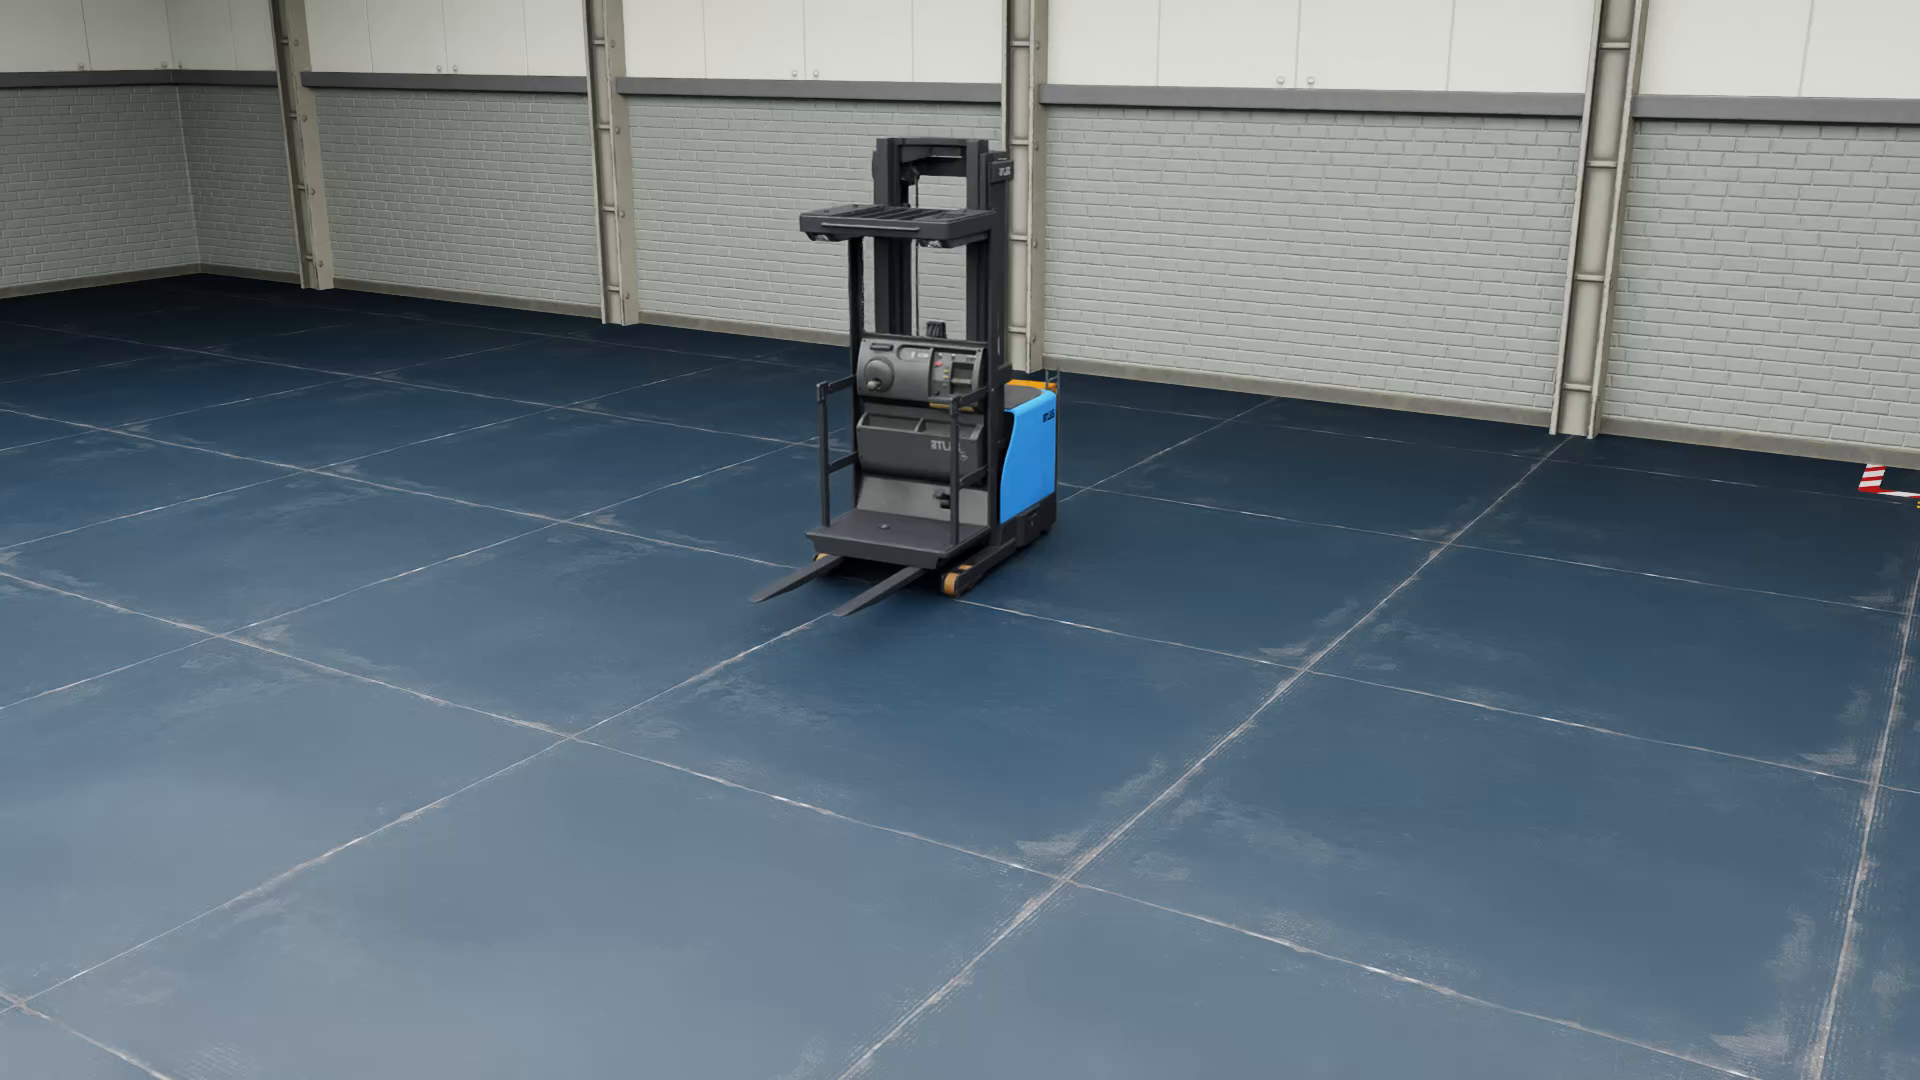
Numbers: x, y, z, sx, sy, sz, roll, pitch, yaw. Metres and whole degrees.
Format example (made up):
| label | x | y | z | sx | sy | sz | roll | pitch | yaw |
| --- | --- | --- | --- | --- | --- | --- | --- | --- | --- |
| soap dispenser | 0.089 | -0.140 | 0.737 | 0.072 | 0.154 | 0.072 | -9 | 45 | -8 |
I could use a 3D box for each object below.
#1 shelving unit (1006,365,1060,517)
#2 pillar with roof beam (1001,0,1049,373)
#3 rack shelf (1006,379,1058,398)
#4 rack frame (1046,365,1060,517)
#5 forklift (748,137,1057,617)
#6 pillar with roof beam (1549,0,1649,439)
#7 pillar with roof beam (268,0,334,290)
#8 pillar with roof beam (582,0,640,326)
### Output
| label | x | y | z | sx | sy | sz | roll | pitch | yaw |
| --- | --- | --- | --- | --- | --- | --- | --- | --- | --- |
| shelving unit | 0.480 | -0.754 | 12.799 | 0.503 | 1.200 | 0.258 | 8 | 19 | 25 |
| pillar with roof beam | -1.563 | -5.161 | 13.888 | 0.400 | 9.000 | 9.100 | 10 | 20 | 30 |
| rack shelf | 0.480 | -1.130 | 12.685 | 0.480 | 0.148 | 0.258 | 8 | 19 | 25 |
| rack frame | 0.700 | -0.723 | 12.698 | 0.015 | 1.200 | 0.240 | 8 | 19 | 25 |
| forklift | -0.366 | -1.164 | 11.171 | 1.130 | 2.935 | 3.031 | 8 | 19 | 25 |
| pillar with roof beam | 3.549 | -4.248 | 10.884 | 0.400 | 9.000 | 9.100 | 10 | 20 | 30 |
| pillar with roof beam | -11.789 | -6.986 | 19.897 | 0.400 | 9.000 | 9.100 | 10 | 20 | 30 |
| pillar with roof beam | -6.676 | -6.073 | 16.893 | 0.400 | 9.000 | 9.100 | 10 | 20 | 30 |
